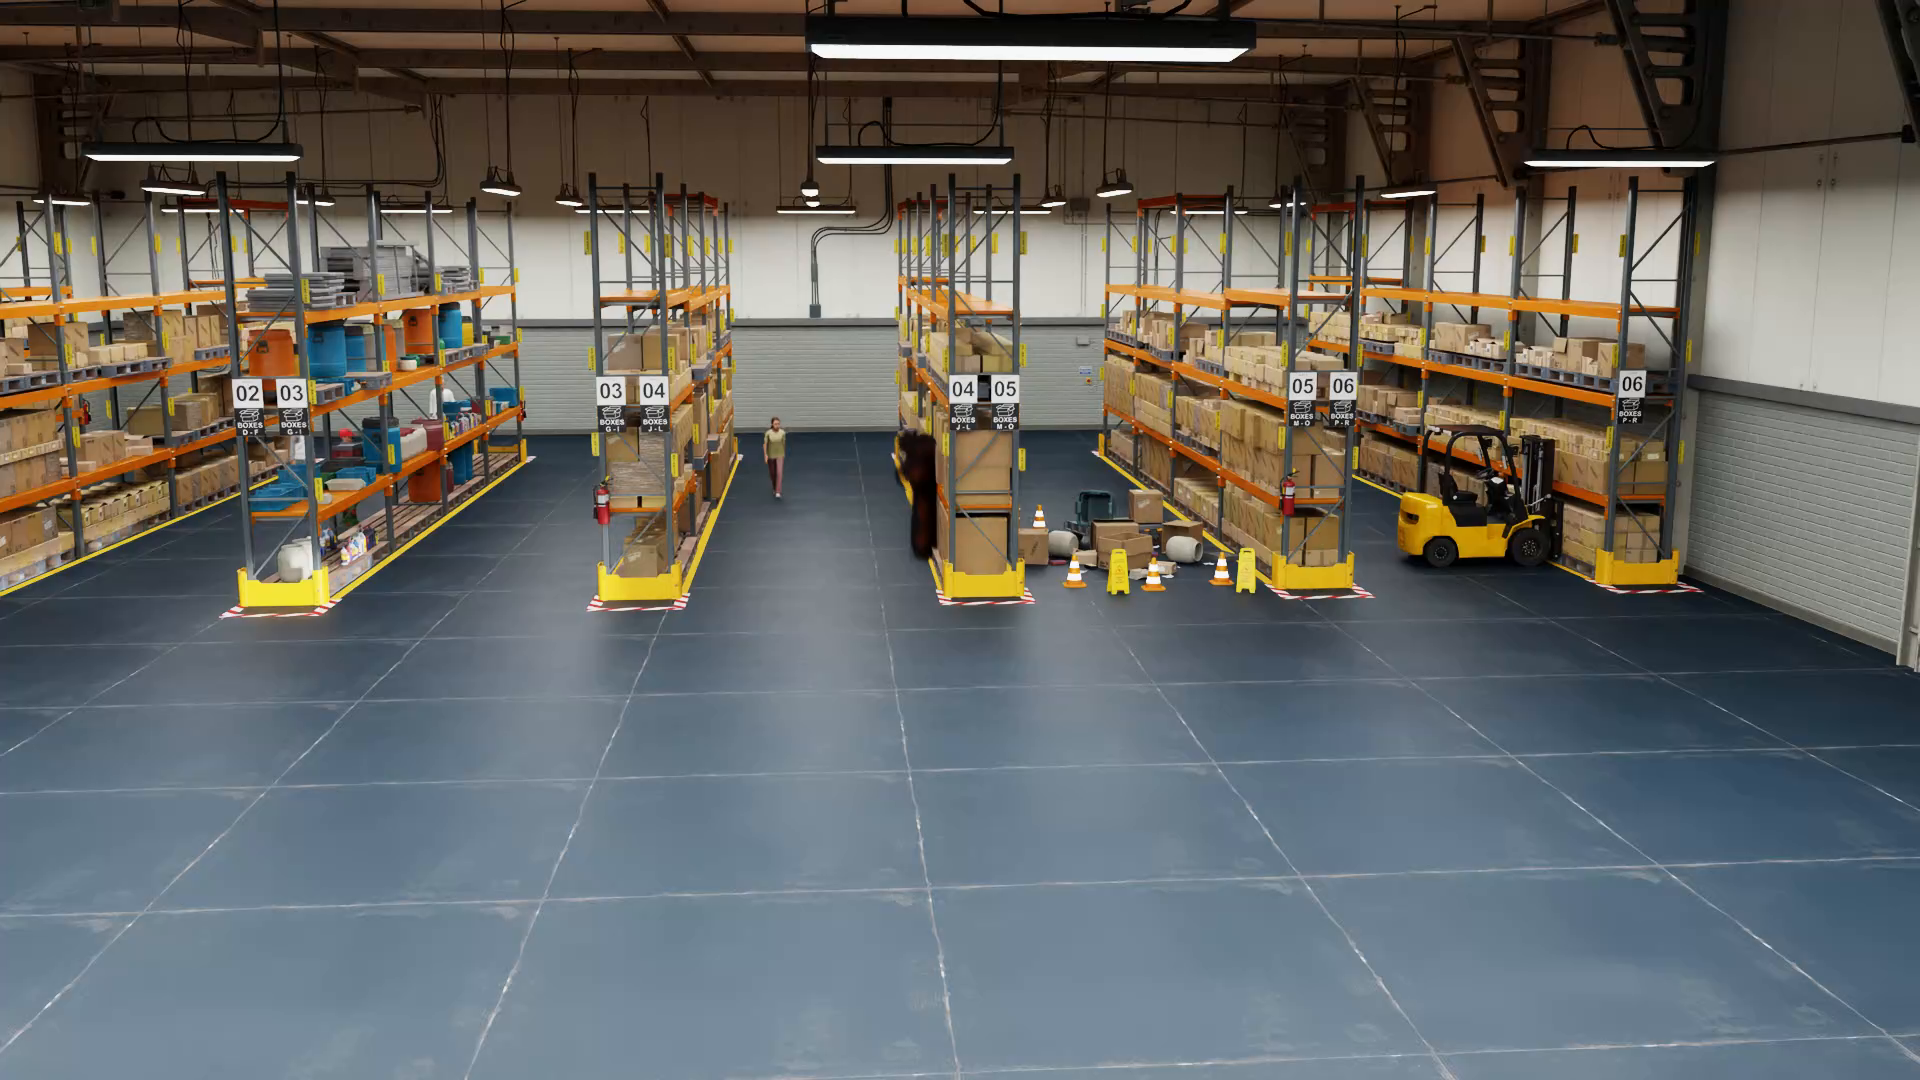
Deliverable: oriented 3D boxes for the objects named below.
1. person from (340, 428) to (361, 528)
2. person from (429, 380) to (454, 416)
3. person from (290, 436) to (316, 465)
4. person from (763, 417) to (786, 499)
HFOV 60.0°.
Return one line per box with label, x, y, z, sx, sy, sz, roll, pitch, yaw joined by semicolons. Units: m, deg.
person;-10.936;-1.113;29.798;0.402;1.791;0.605;-5;11;-26
person;-12.853;-3.122;41.252;0.673;1.728;1.094;-1;10;-6
person;-12.835;-1.580;32.557;0.425;1.786;0.540;0;10;1
person;-3.726;-1.670;33.436;0.444;1.629;1.004;0;10;1
